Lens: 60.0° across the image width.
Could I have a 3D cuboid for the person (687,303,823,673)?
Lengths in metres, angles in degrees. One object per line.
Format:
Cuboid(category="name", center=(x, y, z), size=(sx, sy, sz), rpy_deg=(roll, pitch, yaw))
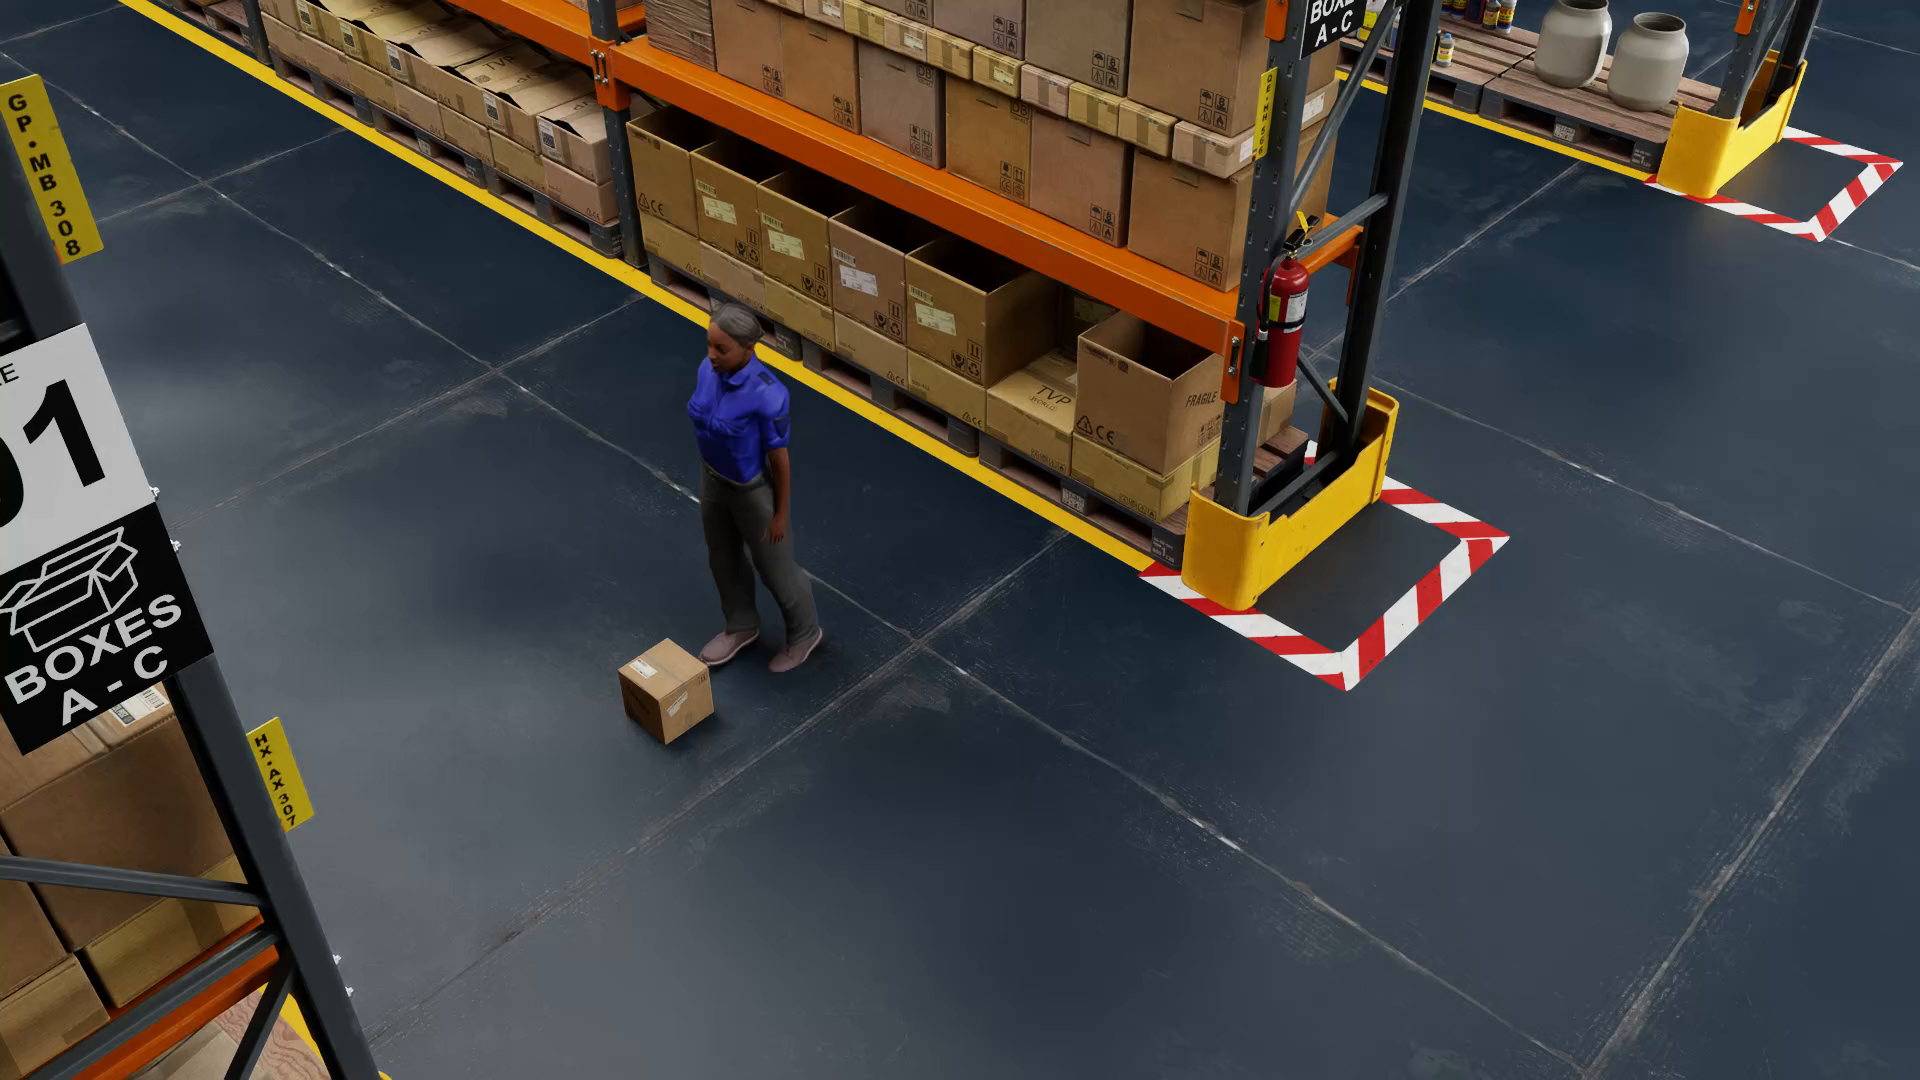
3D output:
Cuboid(category="person", center=(-0.823, -0.163, 6.379), size=(0.444, 1.691, 0.456), rpy_deg=(31, 49, 32))
